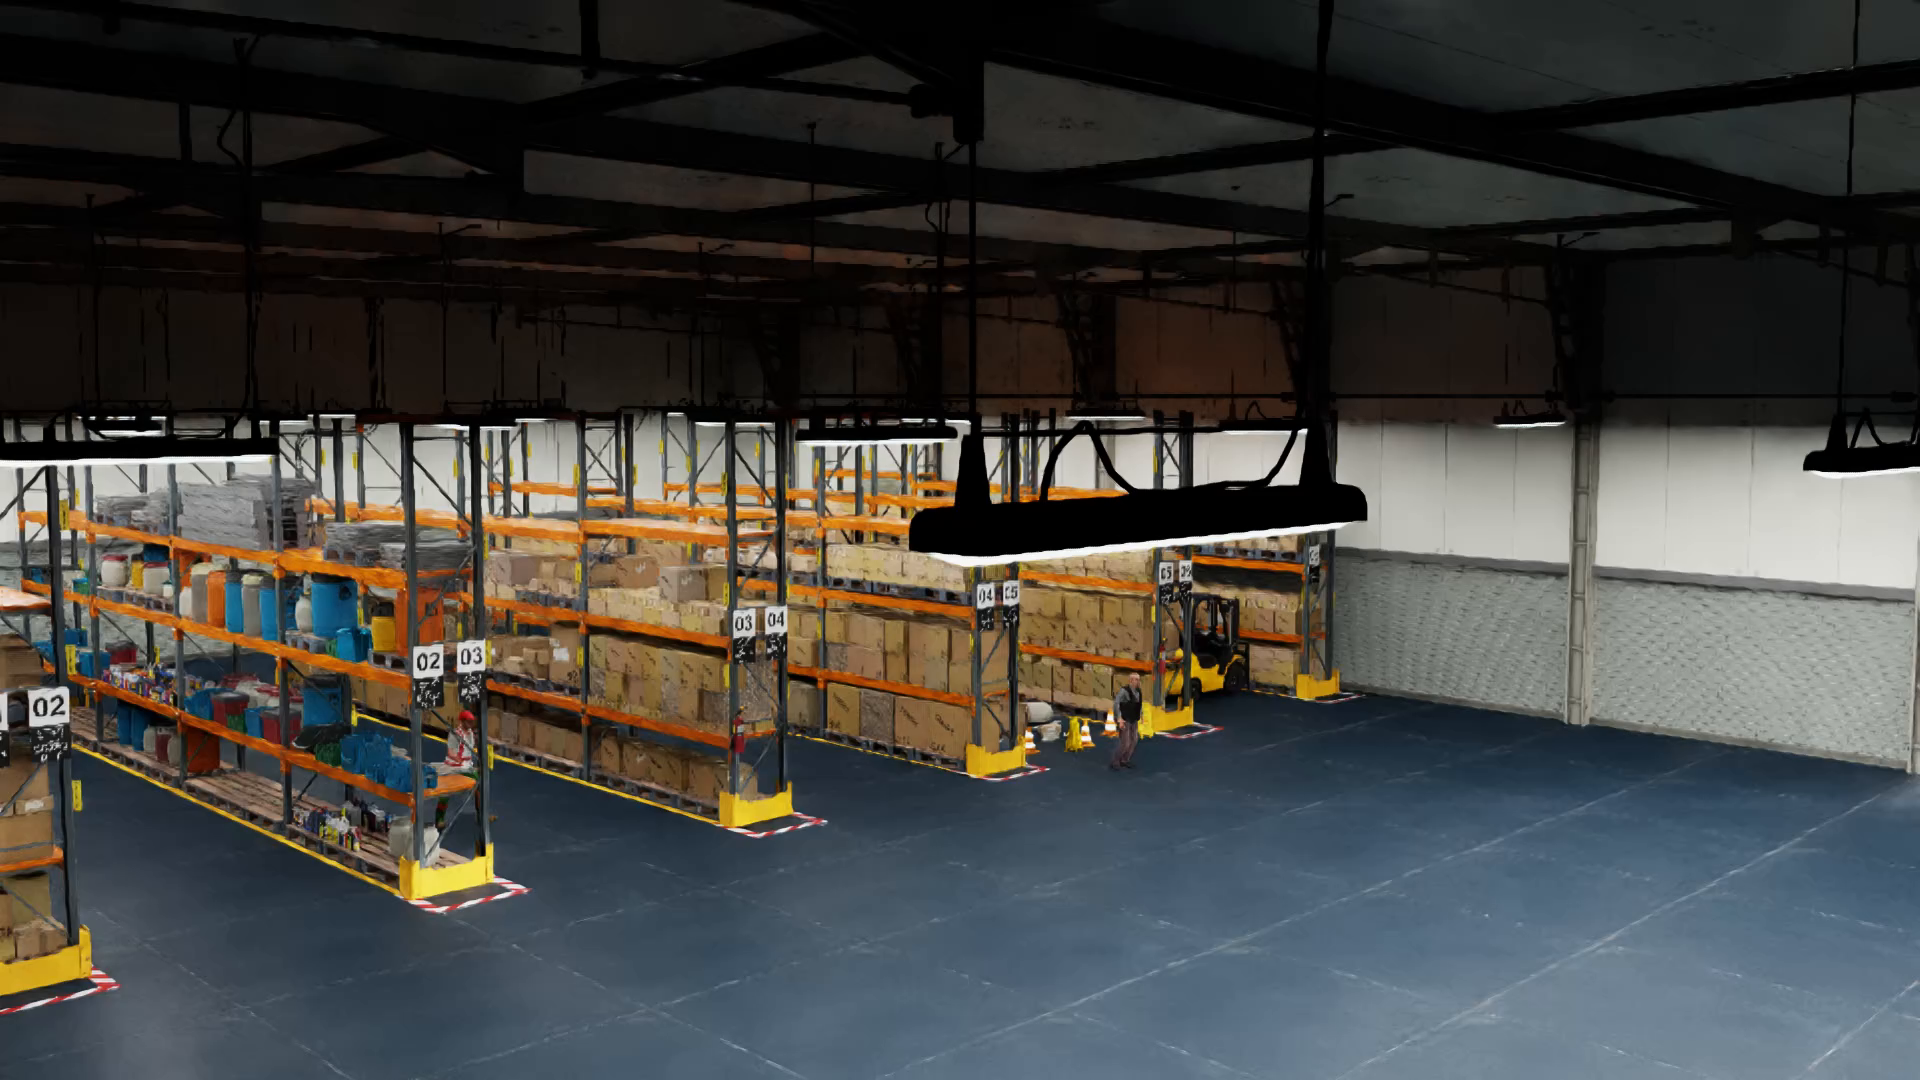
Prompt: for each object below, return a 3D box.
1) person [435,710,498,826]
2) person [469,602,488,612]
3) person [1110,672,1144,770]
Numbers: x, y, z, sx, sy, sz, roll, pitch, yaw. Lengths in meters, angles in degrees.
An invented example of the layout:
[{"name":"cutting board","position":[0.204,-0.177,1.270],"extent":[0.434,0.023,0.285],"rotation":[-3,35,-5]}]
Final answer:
[{"name":"person","position":[-7.334,3.339,24.465],"extent":[0.789,1.725,0.678],"rotation":[2,6,26]},{"name":"person","position":[-11.874,1.942,41.084],"extent":[0.507,1.659,0.533],"rotation":[-1,5,-9]},{"name":"person","position":[2.838,3.057,28.190],"extent":[0.534,1.674,0.677],"rotation":[5,7,44]}]
